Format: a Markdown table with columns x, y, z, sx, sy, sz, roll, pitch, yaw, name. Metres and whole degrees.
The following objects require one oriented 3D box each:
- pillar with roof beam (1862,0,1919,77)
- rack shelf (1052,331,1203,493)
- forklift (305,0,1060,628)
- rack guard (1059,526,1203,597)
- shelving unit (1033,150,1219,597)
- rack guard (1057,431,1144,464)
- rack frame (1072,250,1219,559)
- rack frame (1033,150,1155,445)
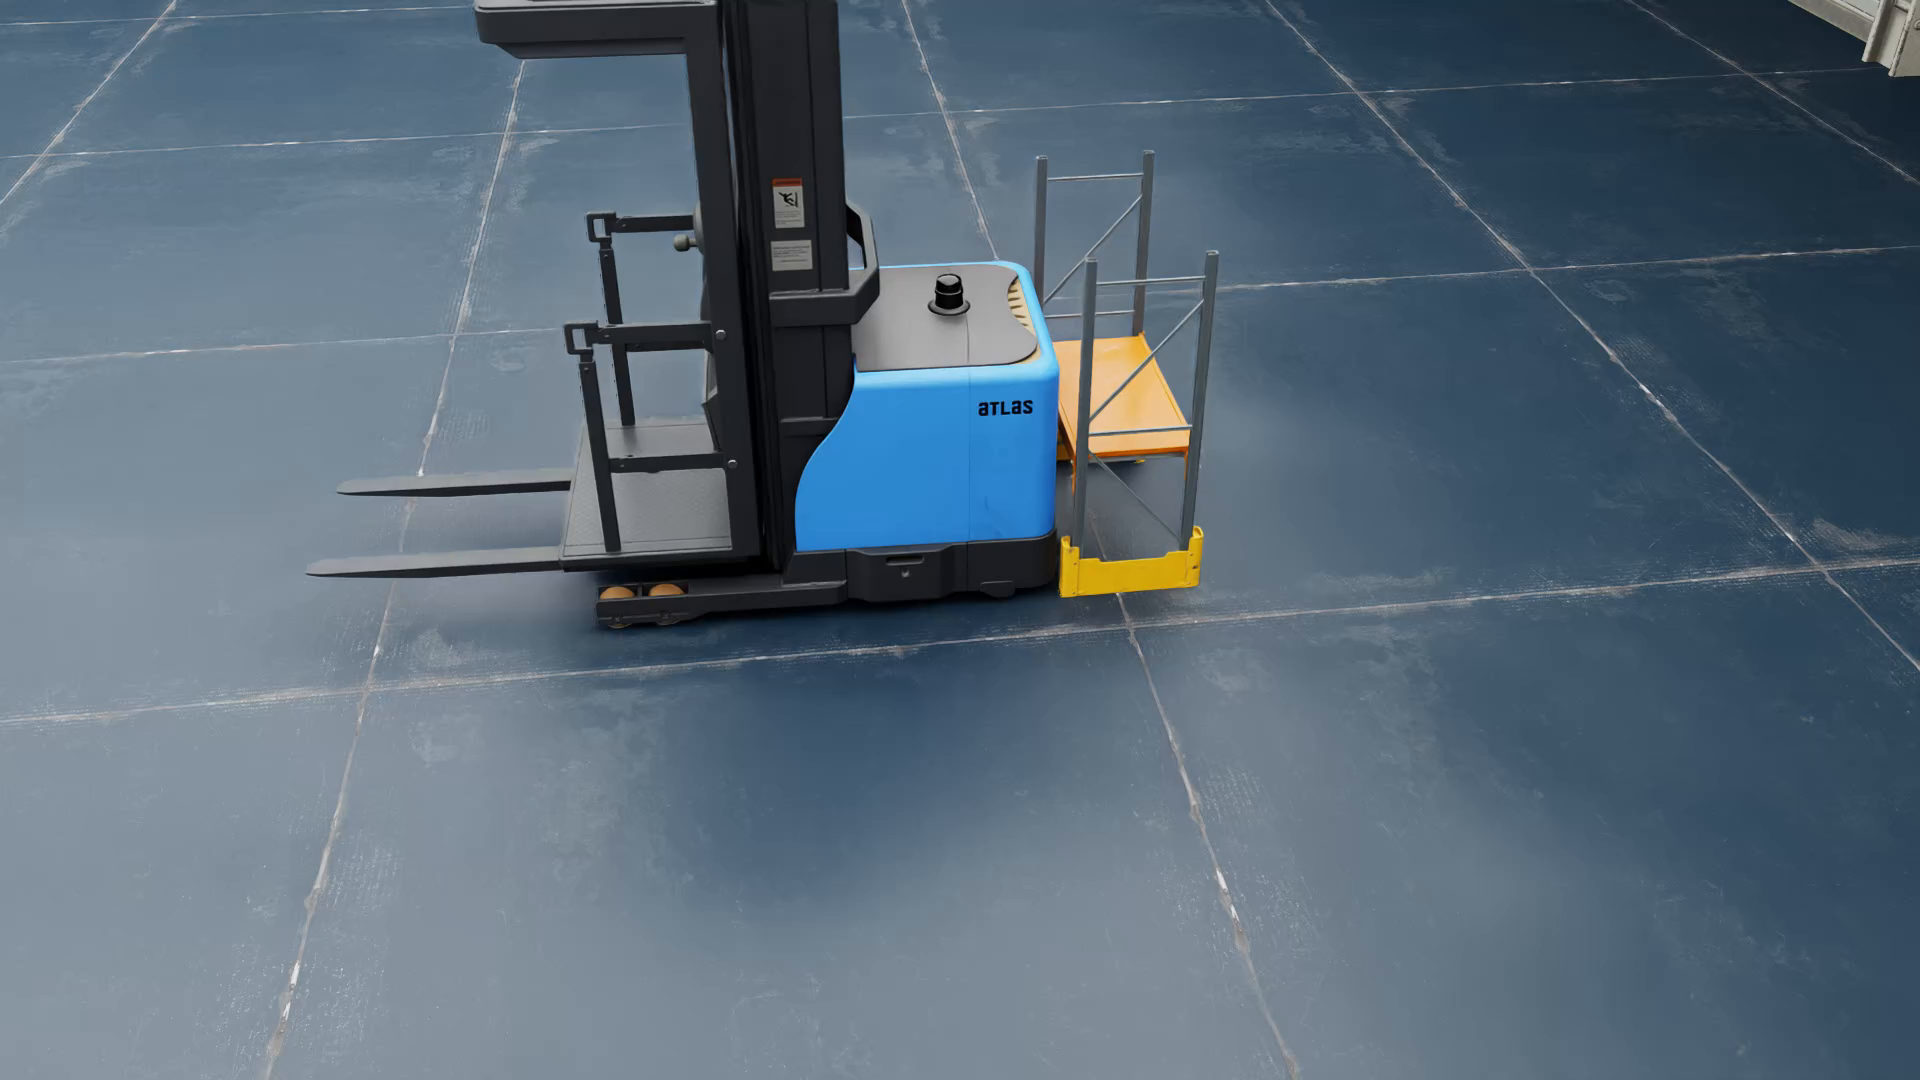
| x | y | z | sx | sy | sz | roll | pitch | yaw | name |
| --- | --- | --- | --- | --- | --- | --- | --- | --- | --- |
| 2.736 | -6.932 | 9.431 | 9.100 | 9.000 | 0.400 | -4 | 35 | -6 | pillar with roof beam |
| 0.637 | -0.561 | 7.060 | 0.538 | 0.185 | 1.000 | -4 | 35 | -7 | rack shelf |
| -1.154 | -1.169 | 6.362 | 3.031 | 2.935 | 1.130 | -3 | 34 | -5 | forklift |
| 0.708 | 0.090 | 6.896 | 0.587 | 0.250 | 0.087 | -4 | 35 | -7 | rack guard |
| 0.639 | -0.704 | 6.951 | 0.587 | 1.500 | 1.083 | -4 | 35 | -7 | shelving unit |
| 0.570 | -0.466 | 7.711 | 0.587 | 0.250 | 0.087 | -4 | 35 | -7 | rack guard |
| 0.708 | -0.426 | 6.543 | 0.500 | 1.500 | 0.032 | -4 | 35 | -7 | rack frame |
| 0.567 | -0.993 | 7.375 | 0.500 | 1.500 | 0.032 | -4 | 35 | -7 | rack frame |
